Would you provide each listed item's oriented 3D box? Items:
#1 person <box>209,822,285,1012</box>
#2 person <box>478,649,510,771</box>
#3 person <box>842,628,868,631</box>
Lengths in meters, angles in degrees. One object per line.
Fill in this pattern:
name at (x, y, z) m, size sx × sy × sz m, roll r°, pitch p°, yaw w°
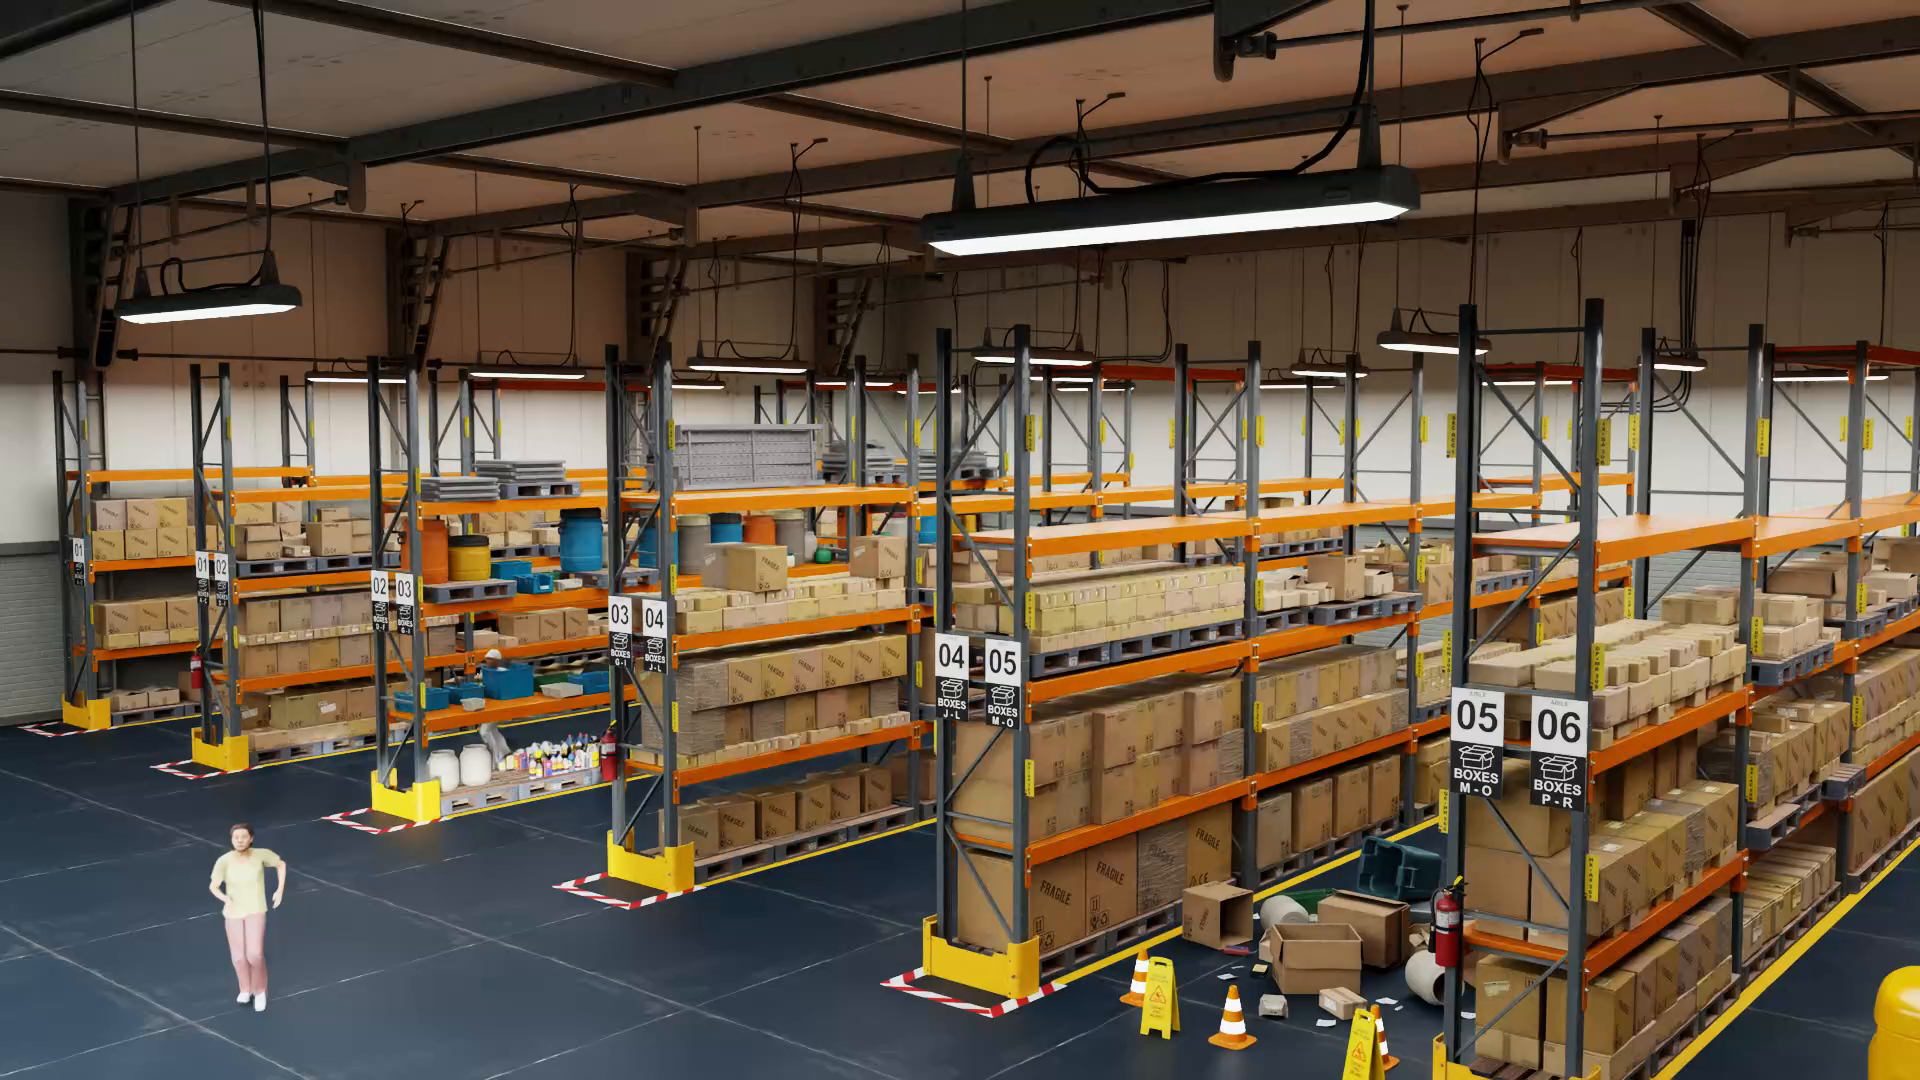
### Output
person at (-6.223, 3.297, 14.523) m, size 0.594 × 1.688 × 0.657 m, roll -1°, pitch 4°, yaw -16°
person at (-6.905, 2.518, 24.538) m, size 0.673 × 1.812 × 0.706 m, roll 3°, pitch 5°, yaw 40°
person at (-2.146, 2.112, 31.933) m, size 0.650 × 1.575 × 0.719 m, roll 2°, pitch 5°, yaw 29°
